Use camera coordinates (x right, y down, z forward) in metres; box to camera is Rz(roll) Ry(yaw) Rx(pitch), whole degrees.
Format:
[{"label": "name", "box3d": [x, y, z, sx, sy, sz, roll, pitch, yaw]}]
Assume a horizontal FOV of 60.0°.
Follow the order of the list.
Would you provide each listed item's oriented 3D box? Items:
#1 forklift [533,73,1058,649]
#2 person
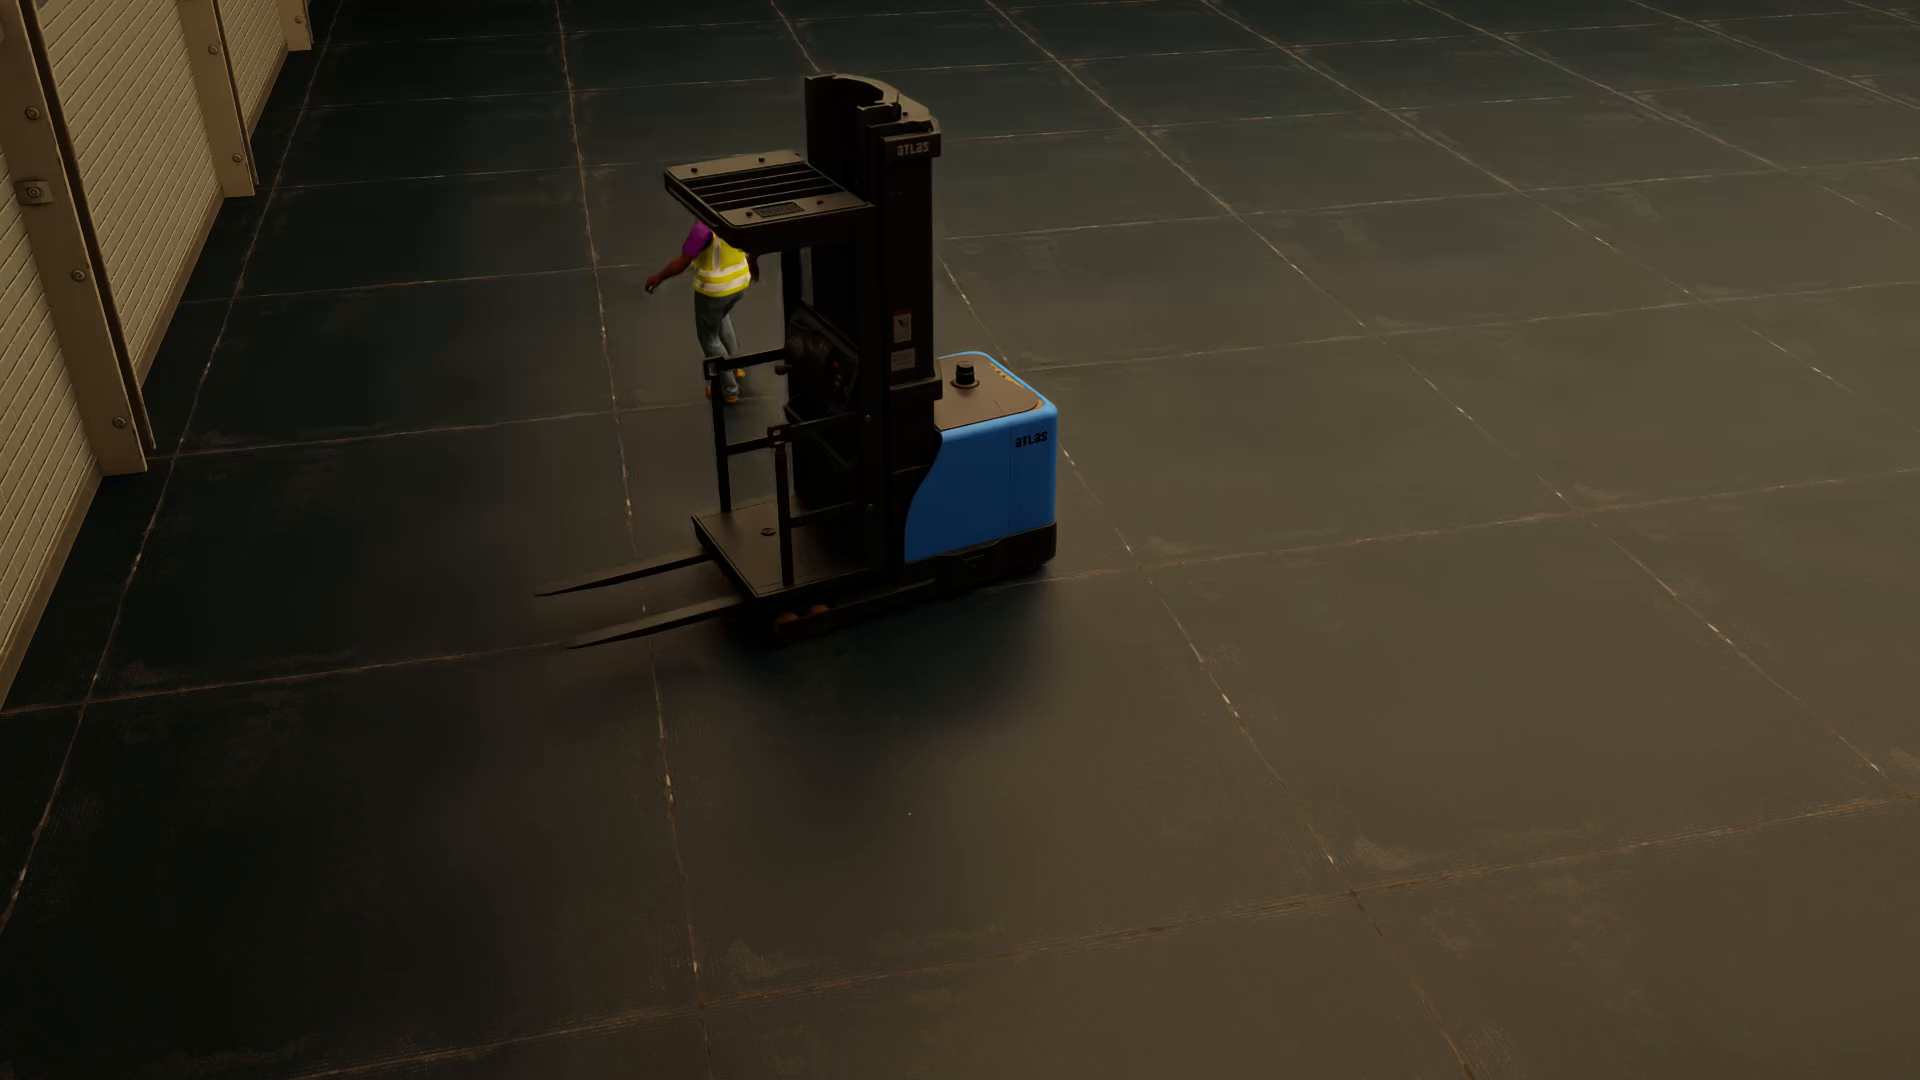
[{"label": "forklift", "box3d": [-0.959, -0.987, 9.280, 3.031, 2.935, 1.130, -15, 33, -24]}, {"label": "person", "box3d": [-1.763, -1.822, 11.950, 0.497, 1.785, 0.966, 23, 37, 34]}]
